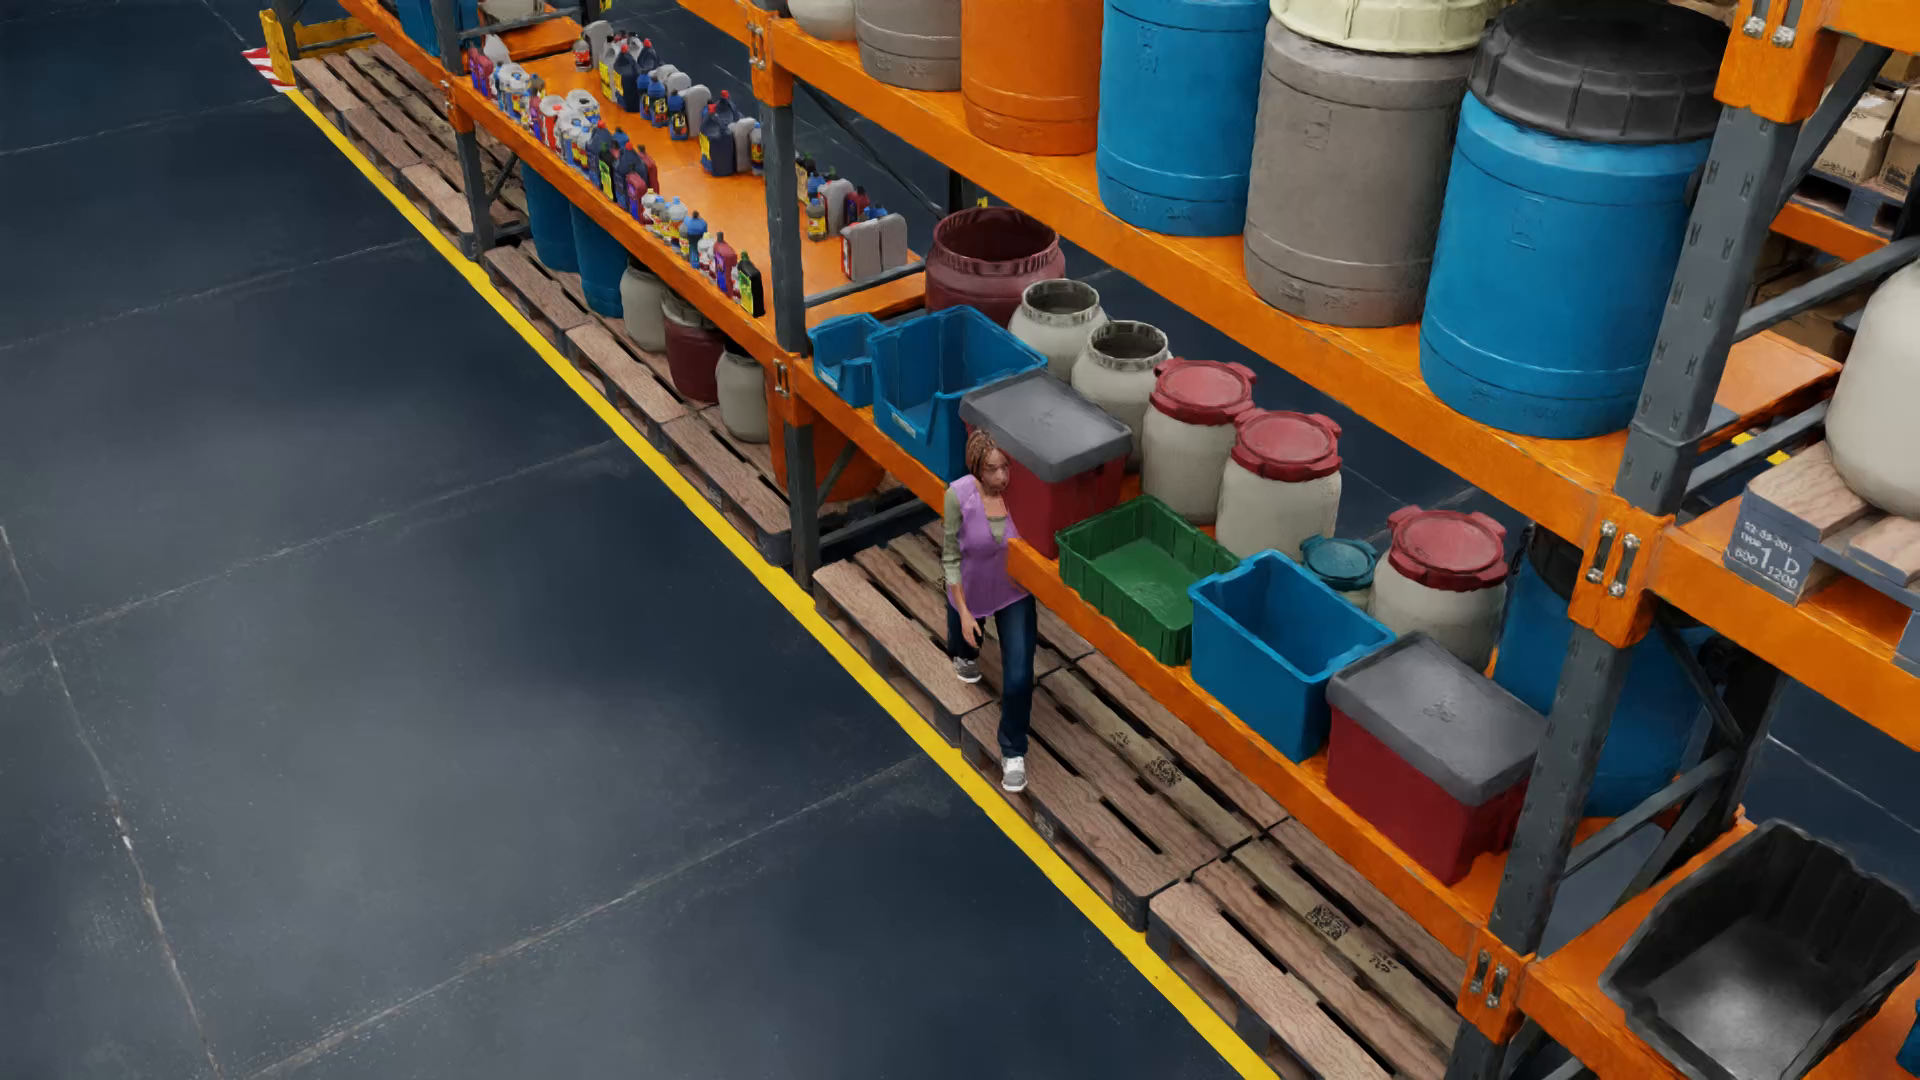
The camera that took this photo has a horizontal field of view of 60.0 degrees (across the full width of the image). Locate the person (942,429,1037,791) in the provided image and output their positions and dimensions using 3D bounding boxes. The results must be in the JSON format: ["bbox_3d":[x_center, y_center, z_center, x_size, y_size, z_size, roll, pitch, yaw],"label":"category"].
[{"bbox_3d":[0.127,0.169,6.524,0.415,1.499,0.944,-5,37,-6],"label":"person"}]
